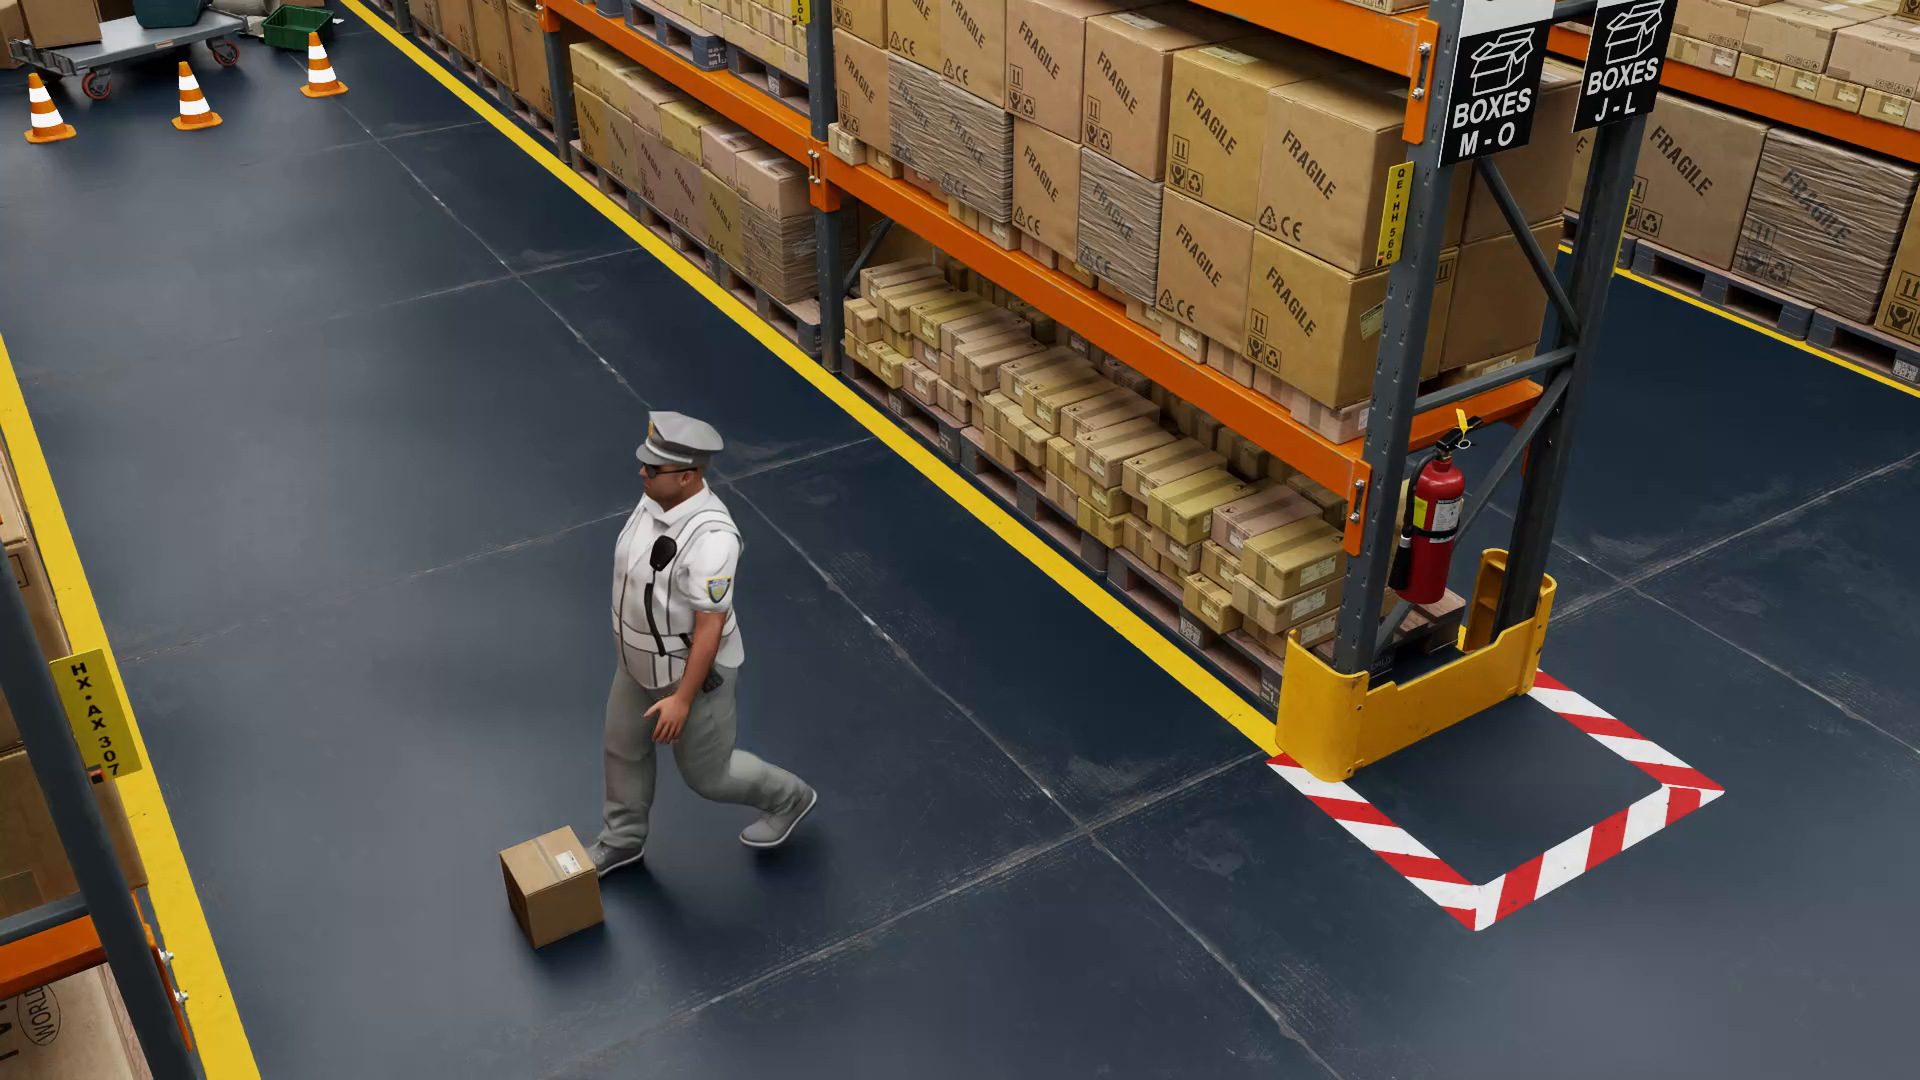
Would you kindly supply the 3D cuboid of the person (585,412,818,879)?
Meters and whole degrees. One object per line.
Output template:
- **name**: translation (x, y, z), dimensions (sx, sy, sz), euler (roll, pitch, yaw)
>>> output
- **person**: translation (-0.971, 0.396, 5.484), dimensions (0.886, 1.736, 0.534), euler (-22, 39, -31)
